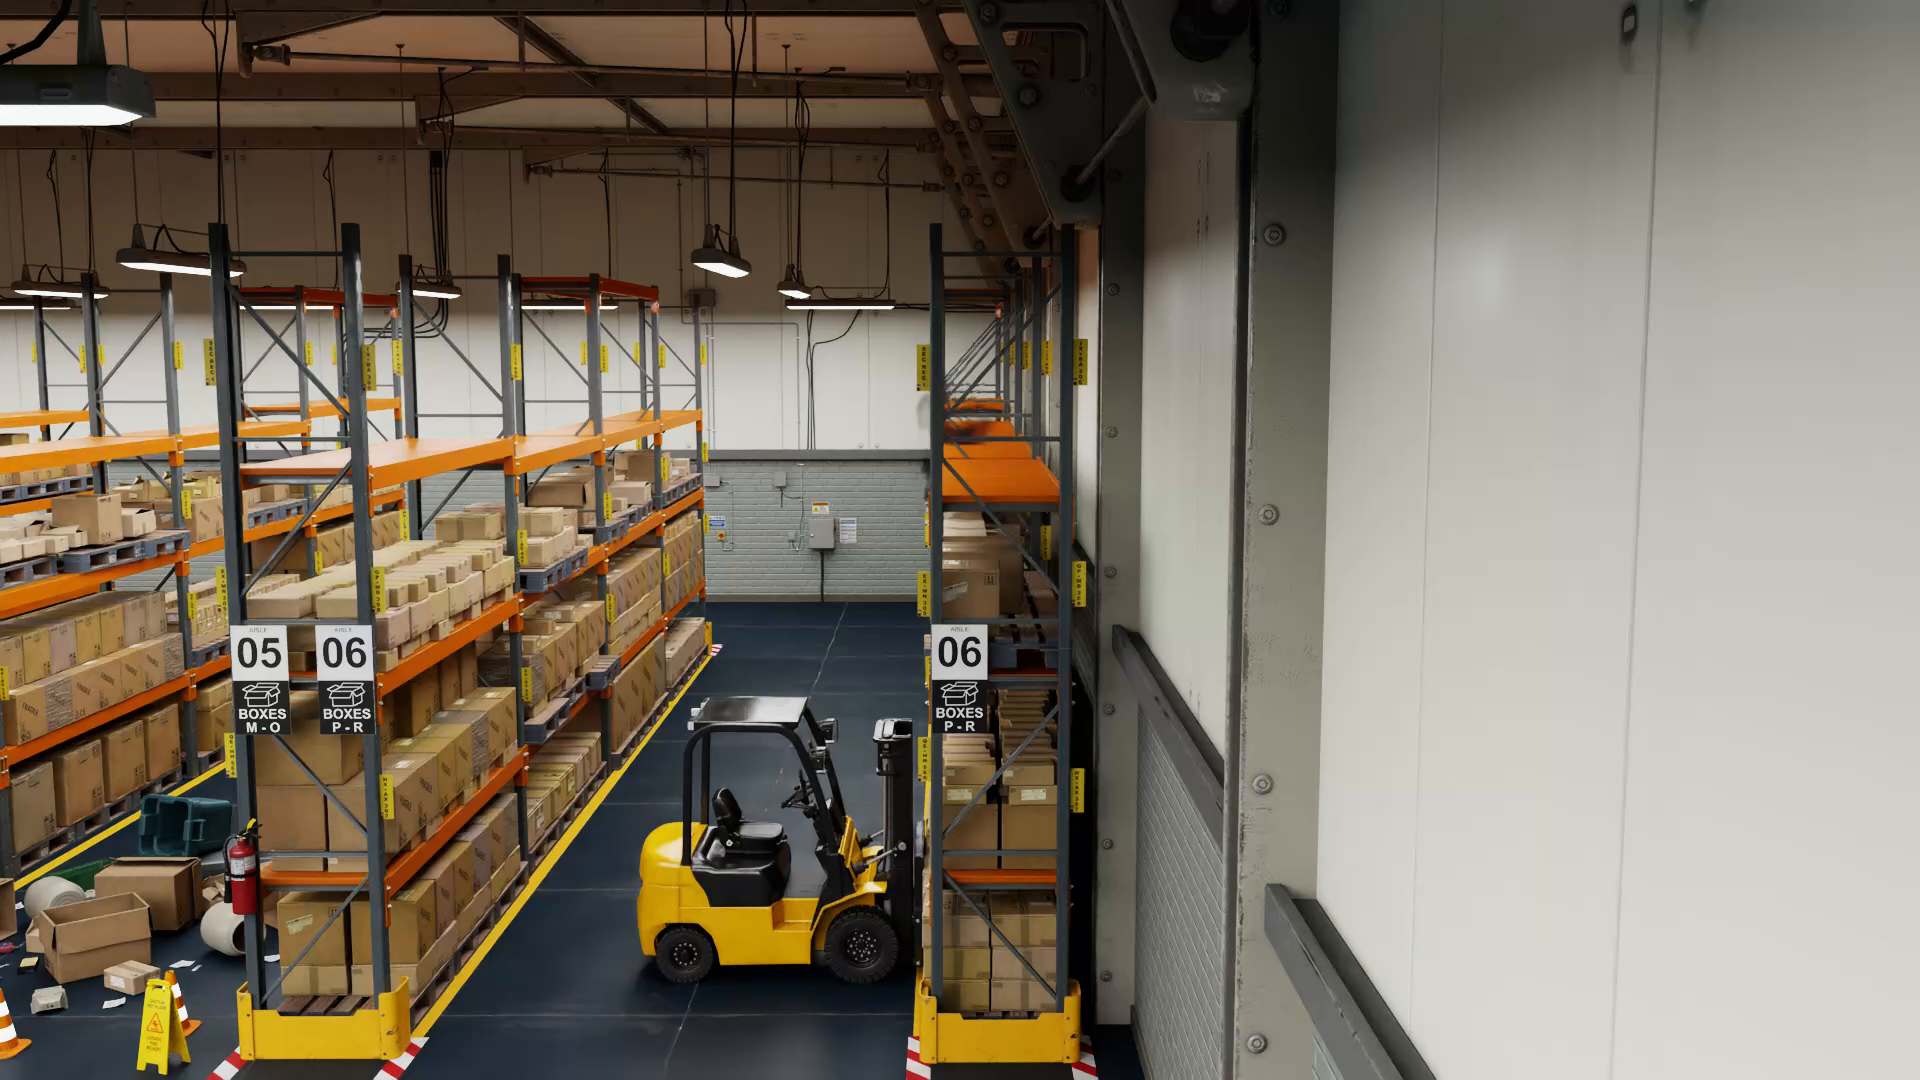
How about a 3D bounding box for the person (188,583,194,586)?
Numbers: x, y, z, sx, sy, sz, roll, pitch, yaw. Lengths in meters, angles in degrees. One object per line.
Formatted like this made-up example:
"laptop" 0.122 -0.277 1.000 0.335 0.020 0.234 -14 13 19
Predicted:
"person" -11.480 1.457 24.837 0.576 1.636 0.820 0 7 0
